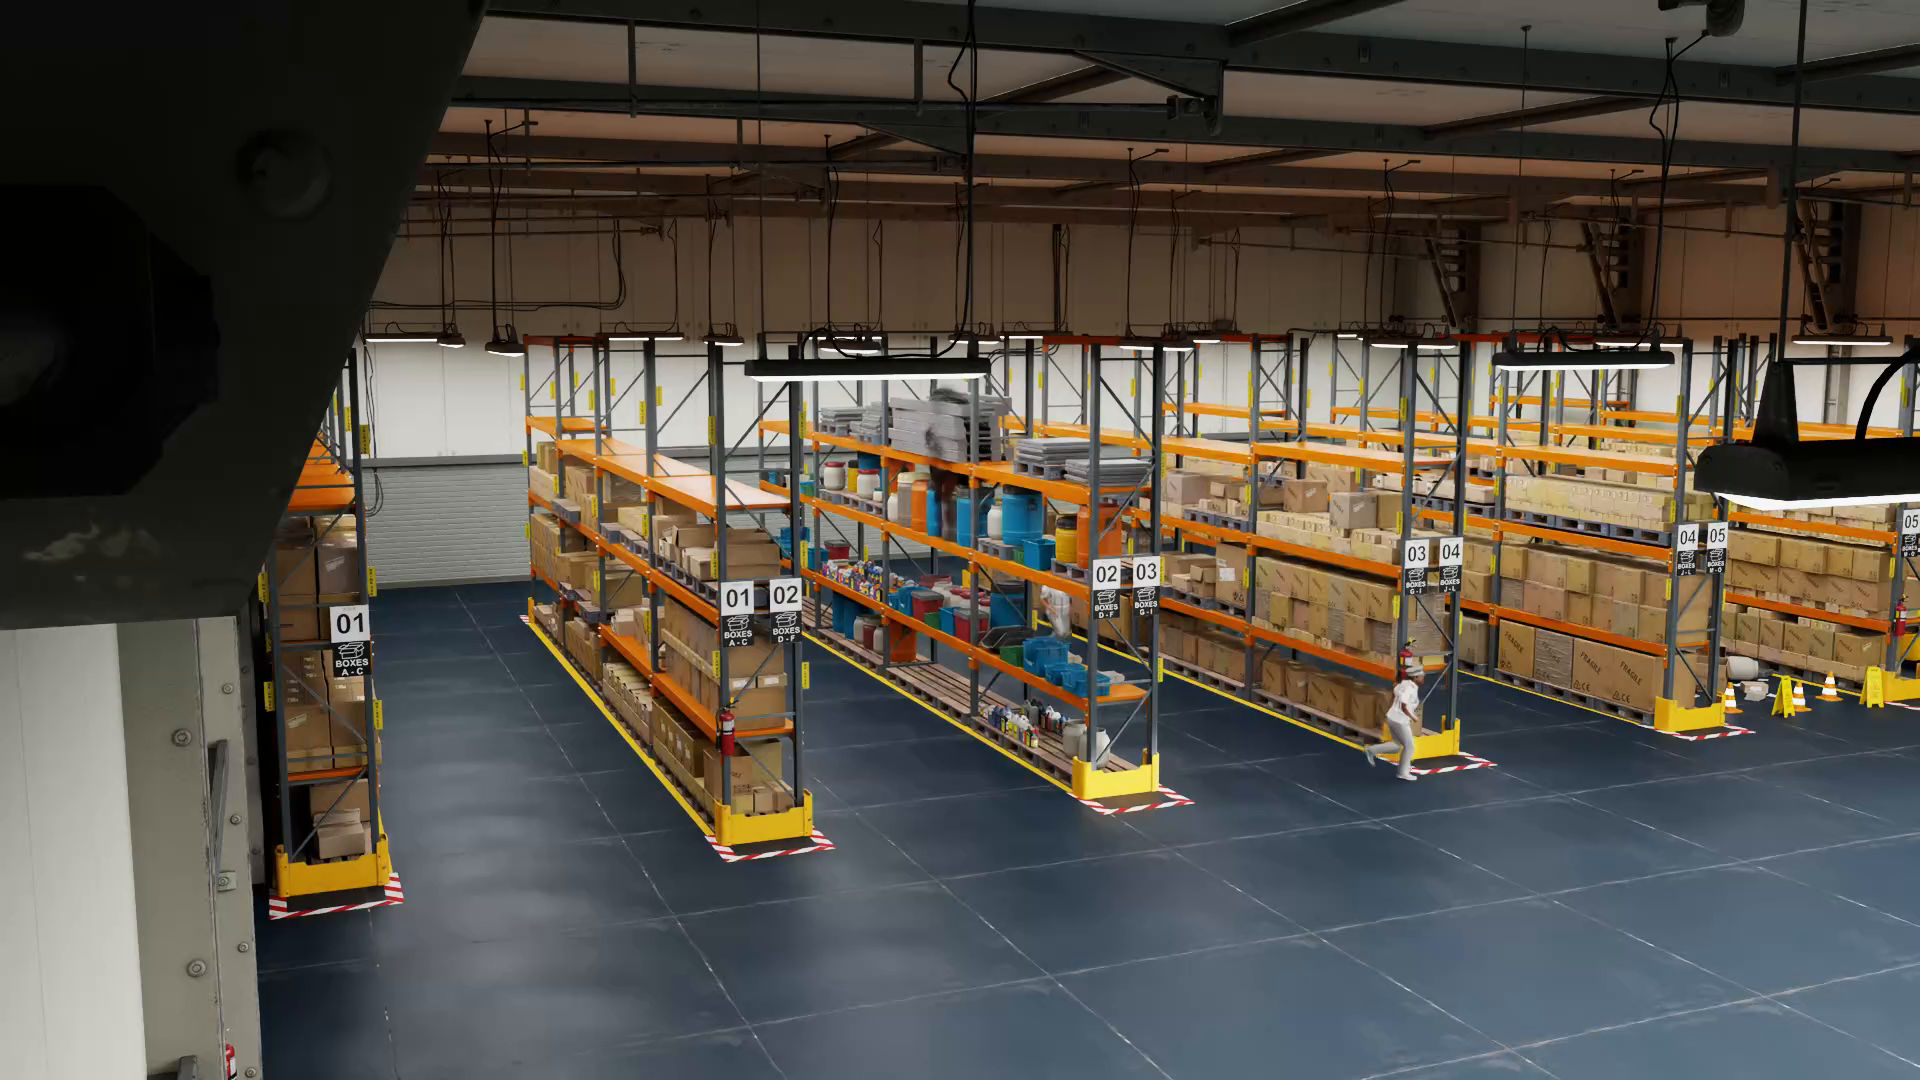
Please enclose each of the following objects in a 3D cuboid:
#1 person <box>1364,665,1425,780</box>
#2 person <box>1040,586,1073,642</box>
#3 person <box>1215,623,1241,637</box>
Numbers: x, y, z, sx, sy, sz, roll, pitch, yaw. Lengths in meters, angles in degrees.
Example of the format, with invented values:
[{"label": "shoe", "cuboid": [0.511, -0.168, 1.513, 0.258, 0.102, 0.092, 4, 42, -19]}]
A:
[{"label": "person", "cuboid": [5.976, 2.512, 22.885, 0.786, 1.633, 0.547, 1, 8, 10]}, {"label": "person", "cuboid": [1.793, 1.262, 30.423, 0.679, 1.612, 0.628, -3, 8, -19]}, {"label": "person", "cuboid": [5.280, 1.198, 32.292, 0.711, 1.748, 0.738, -4, 9, -29]}]
